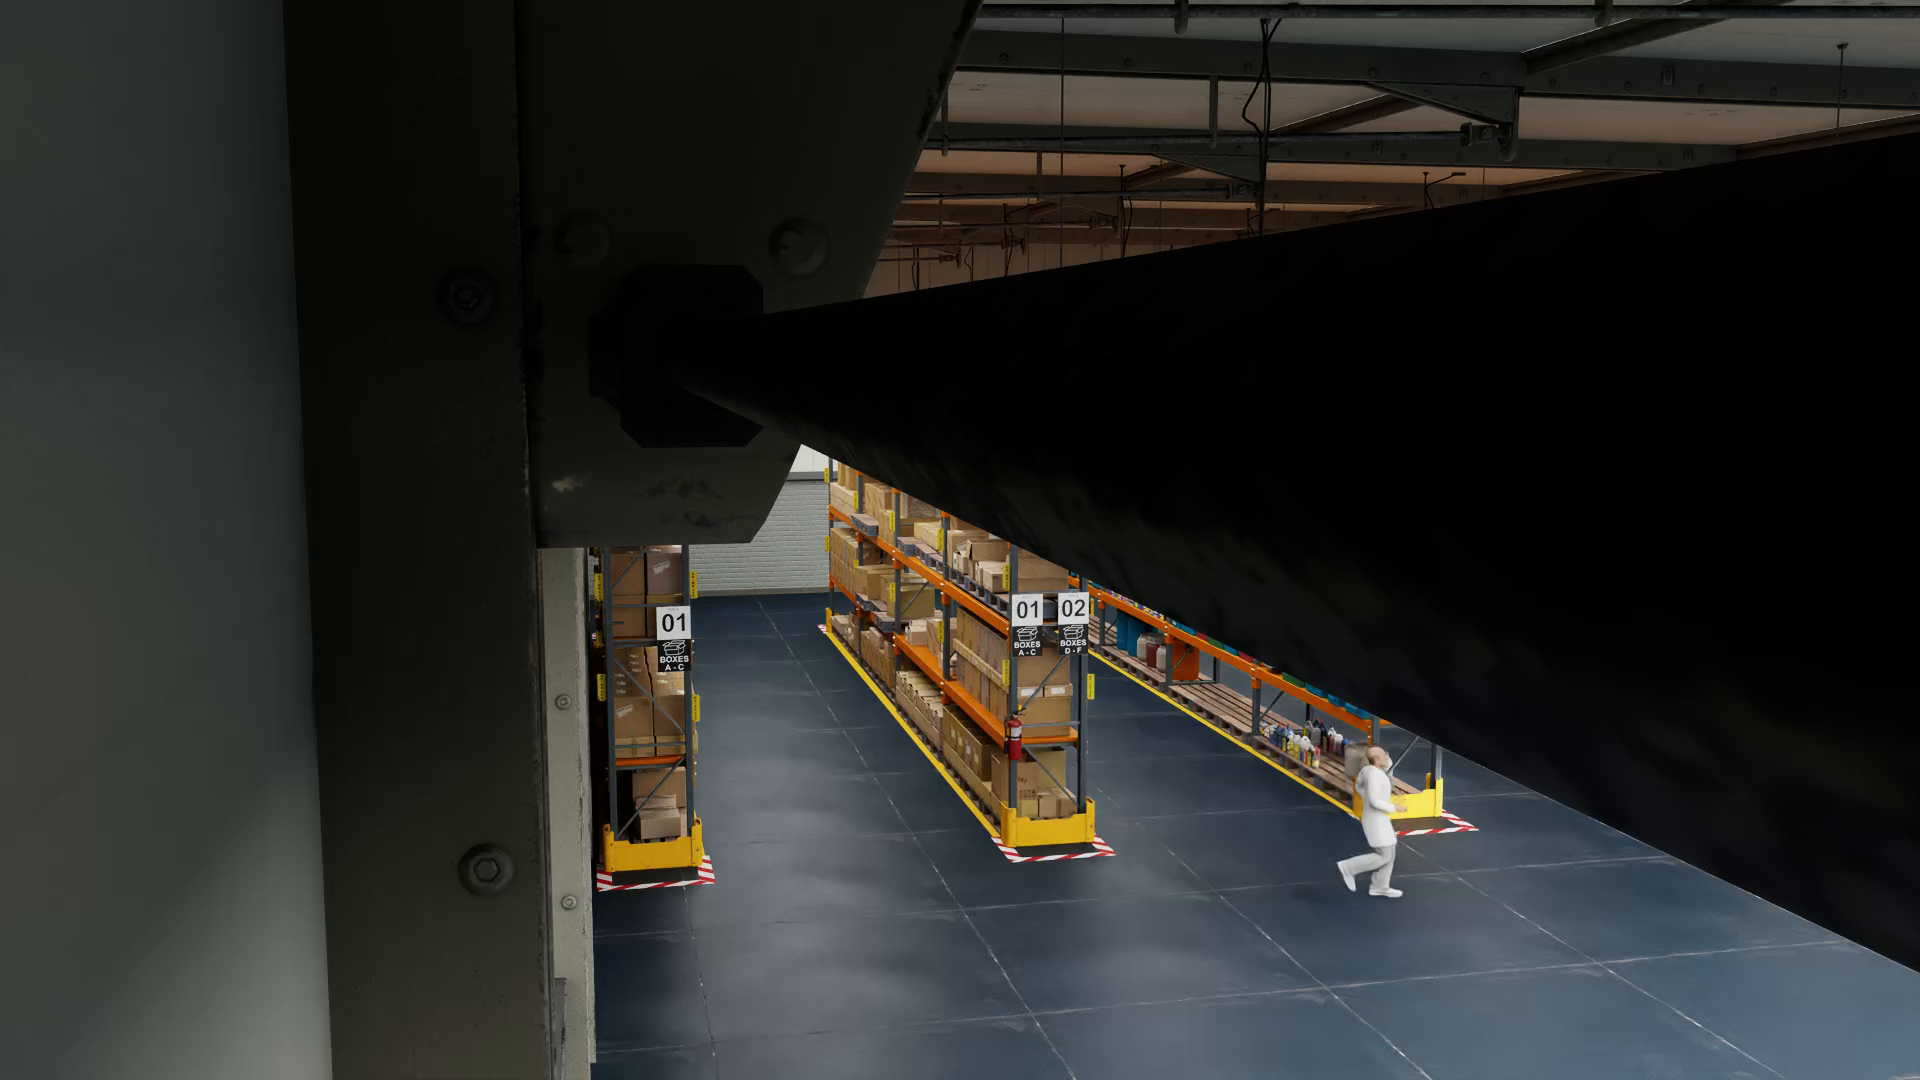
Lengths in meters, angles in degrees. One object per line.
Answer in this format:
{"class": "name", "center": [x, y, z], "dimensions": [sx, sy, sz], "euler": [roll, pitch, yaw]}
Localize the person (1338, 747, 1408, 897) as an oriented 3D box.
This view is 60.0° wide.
{"class": "person", "center": [4.815, 3.216, 18.989], "dimensions": [0.535, 1.739, 0.713], "euler": [1, 7, 6]}
